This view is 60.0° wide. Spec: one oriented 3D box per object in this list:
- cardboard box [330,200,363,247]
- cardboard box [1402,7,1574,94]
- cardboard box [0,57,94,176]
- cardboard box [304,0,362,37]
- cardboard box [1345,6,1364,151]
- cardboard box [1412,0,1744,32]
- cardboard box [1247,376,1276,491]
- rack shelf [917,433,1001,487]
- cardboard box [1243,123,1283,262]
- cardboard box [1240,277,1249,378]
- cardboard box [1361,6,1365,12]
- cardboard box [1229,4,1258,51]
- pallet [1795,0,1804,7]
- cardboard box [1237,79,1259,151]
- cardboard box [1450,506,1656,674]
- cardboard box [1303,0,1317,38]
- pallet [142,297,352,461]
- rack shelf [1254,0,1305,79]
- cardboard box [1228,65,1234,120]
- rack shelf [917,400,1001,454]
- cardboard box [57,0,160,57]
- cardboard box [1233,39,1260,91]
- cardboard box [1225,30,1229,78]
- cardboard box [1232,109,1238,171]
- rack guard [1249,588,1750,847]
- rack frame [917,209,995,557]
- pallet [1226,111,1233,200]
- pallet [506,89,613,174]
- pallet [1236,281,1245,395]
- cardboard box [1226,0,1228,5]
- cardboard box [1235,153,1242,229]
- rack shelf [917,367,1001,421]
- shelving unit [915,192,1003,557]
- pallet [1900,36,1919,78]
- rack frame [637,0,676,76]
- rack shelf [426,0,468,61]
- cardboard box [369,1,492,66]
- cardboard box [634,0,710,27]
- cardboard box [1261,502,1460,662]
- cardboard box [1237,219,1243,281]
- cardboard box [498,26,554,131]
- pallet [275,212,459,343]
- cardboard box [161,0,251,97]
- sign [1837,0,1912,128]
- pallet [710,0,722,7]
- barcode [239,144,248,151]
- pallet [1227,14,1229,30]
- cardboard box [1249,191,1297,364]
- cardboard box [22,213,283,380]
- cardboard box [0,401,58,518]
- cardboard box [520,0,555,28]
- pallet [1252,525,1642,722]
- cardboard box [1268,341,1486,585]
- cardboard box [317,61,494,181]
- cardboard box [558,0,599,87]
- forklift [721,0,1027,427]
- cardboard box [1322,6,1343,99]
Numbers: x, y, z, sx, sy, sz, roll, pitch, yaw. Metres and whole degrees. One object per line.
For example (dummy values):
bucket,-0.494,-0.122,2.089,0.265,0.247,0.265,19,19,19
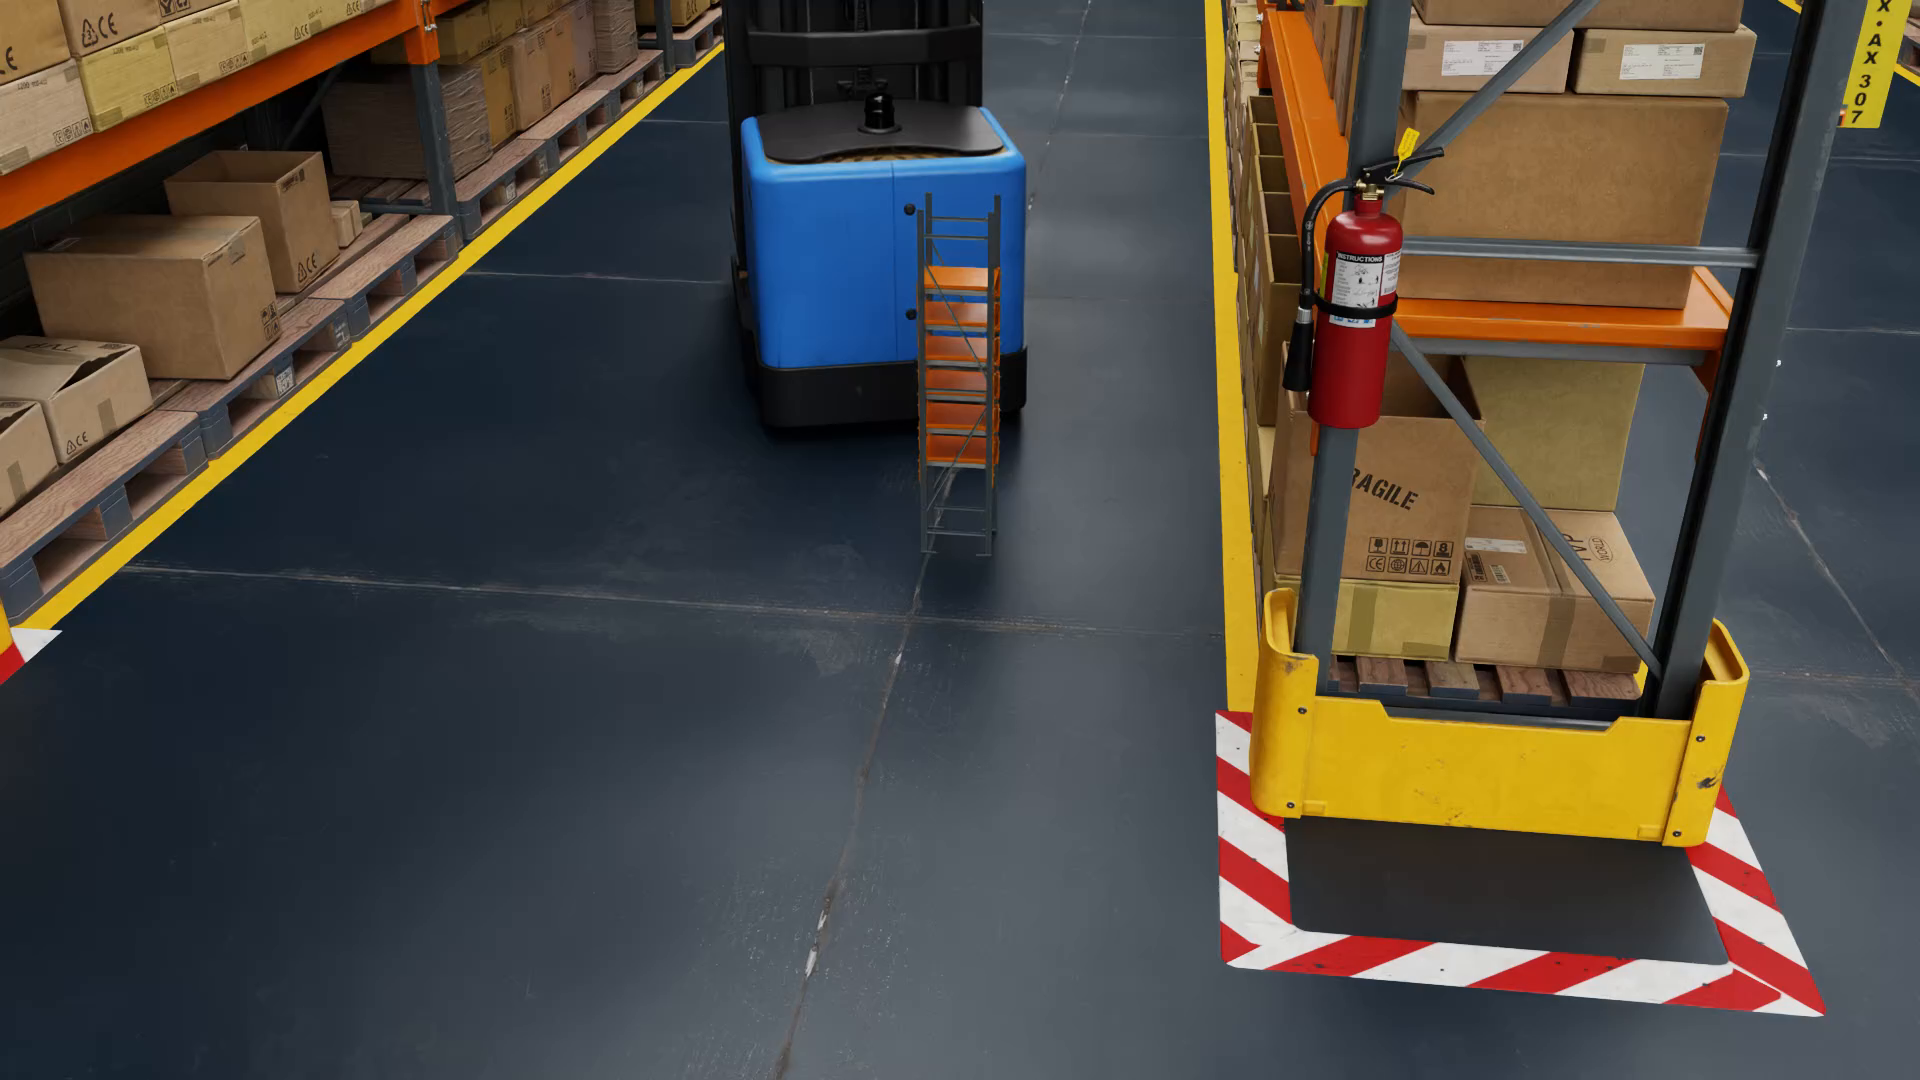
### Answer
cardboard box,-3.084,-1.514,7.922,0.380,0.166,0.250,0,28,0
cardboard box,1.236,-1.173,3.975,0.380,0.149,0.250,3,28,5
cardboard box,-3.114,-1.338,5.208,0.500,0.250,0.500,2,28,5
cardboard box,-2.875,-2.290,6.974,0.500,0.250,0.500,3,29,6
cardboard box,1.574,-1.396,5.074,0.700,0.500,0.500,4,29,7
cardboard box,1.455,-1.512,3.920,0.700,0.500,0.500,3,29,6
cardboard box,1.260,-0.368,5.727,0.500,0.250,0.500,3,28,6
rack shelf,-0.002,-0.271,5.588,0.258,0.103,0.180,3,28,6
cardboard box,1.447,-1.404,6.859,0.500,0.500,0.500,3,28,6
cardboard box,1.378,-0.839,6.601,0.500,0.250,0.500,3,28,6
cardboard box,1.331,-1.535,4.647,0.380,0.149,0.250,4,29,7
cardboard box,1.947,-3.162,10.322,0.500,0.311,0.500,3,28,5
pallet,7.628,-4.423,13.738,1.003,0.211,1.213,3,28,6
cardboard box,1.691,-2.209,8.553,0.500,0.311,0.500,4,29,8
cardboard box,1.665,0.134,4.796,0.500,0.250,0.500,3,28,6
cardboard box,1.820,-2.370,6.881,0.700,0.500,0.500,3,28,5
pallet,-3.243,-0.700,6.826,1.003,0.211,1.213,3,28,6
rack shelf,2.113,-3.160,9.212,1.077,0.370,4.000,3,28,6
cardboard box,1.884,-2.681,10.021,0.500,0.250,0.500,3,28,5
rack shelf,-0.002,-0.377,5.531,0.258,0.103,0.180,3,28,6
cardboard box,-3.042,-1.894,5.449,0.500,0.500,0.500,2,28,5
cardboard box,1.820,-2.680,9.428,0.500,0.311,0.500,3,28,6
cardboard box,2.003,-3.163,10.915,0.500,0.250,0.500,3,28,6
cardboard box,1.757,-2.201,9.128,0.500,0.250,0.500,4,29,7
rack guard,1.375,0.459,4.370,1.175,0.500,0.348,3,28,6
rack frame,-0.013,-0.478,5.373,0.240,1.200,0.006,3,28,6
pallet,2.067,-2.233,9.672,1.003,0.211,1.213,3,28,6
pallet,-2.808,-2.536,10.235,1.003,0.211,1.213,3,28,6
pallet,1.729,-0.936,7.265,1.003,0.211,1.213,3,28,6
cardboard box,2.362,-4.456,13.031,0.500,0.500,0.500,2,28,4
cardboard box,1.631,-1.722,8.240,0.500,0.250,0.500,3,28,6
rack shelf,-0.002,-0.482,5.474,0.258,0.103,0.180,3,28,6
shelving unit,-0.002,-0.521,5.453,0.258,1.200,0.189,3,28,6
pallet,7.329,-3.275,11.606,1.003,0.211,1.213,3,28,6
rack frame,-2.558,-4.704,11.320,1.000,3.000,0.127,3,28,6
rack shelf,-2.803,-3.446,9.743,1.077,0.370,4.000,3,28,6
cardboard box,-2.924,-2.800,9.165,0.500,0.250,0.500,3,28,5
cardboard box,-2.338,-4.281,12.358,0.750,0.750,0.750,3,28,6
cardboard box,1.151,0.103,4.852,0.500,0.250,0.500,3,28,6
cardboard box,1.511,-1.309,7.474,0.500,0.250,0.500,3,28,6
cardboard box,-2.859,-2.746,9.856,0.700,0.500,0.500,4,29,7
pallet,-3.096,-1.276,7.895,1.003,0.211,1.213,3,28,6
cardboard box,-2.982,-1.815,6.094,0.500,0.250,0.500,4,29,7
sign,1.928,-1.033,3.509,0.100,0.325,0.005,3,28,6
pallet,-2.235,-4.416,13.725,1.003,0.211,1.213,3,28,6
barcode,-3.353,-1.815,7.791,0.001,0.075,0.075,3,28,6
pallet,2.639,-4.112,13.161,1.003,0.211,1.213,3,28,6
cardboard box,1.319,-0.934,5.986,0.500,0.500,0.500,3,28,6
cardboard box,-3.155,-0.963,6.547,0.700,0.500,0.500,2,28,3
cardboard box,-3.364,-0.269,5.458,0.500,0.311,0.500,0,28,0
cardboard box,-2.785,-3.279,10.054,0.500,0.250,0.500,3,28,6
pallet,1.430,0.213,5.133,1.003,0.211,1.213,3,28,6
cardboard box,1.149,-0.227,4.674,0.500,0.500,0.500,3,28,6
cardboard box,-2.975,-2.262,8.958,0.700,0.500,0.500,4,29,8
cardboard box,-2.773,-3.220,10.736,0.700,0.500,0.500,3,28,6
forklift,-0.489,-2.402,7.119,1.130,2.935,3.031,-5,29,-8
cardboard box,1.697,-1.886,5.982,0.700,0.500,0.500,4,29,7
